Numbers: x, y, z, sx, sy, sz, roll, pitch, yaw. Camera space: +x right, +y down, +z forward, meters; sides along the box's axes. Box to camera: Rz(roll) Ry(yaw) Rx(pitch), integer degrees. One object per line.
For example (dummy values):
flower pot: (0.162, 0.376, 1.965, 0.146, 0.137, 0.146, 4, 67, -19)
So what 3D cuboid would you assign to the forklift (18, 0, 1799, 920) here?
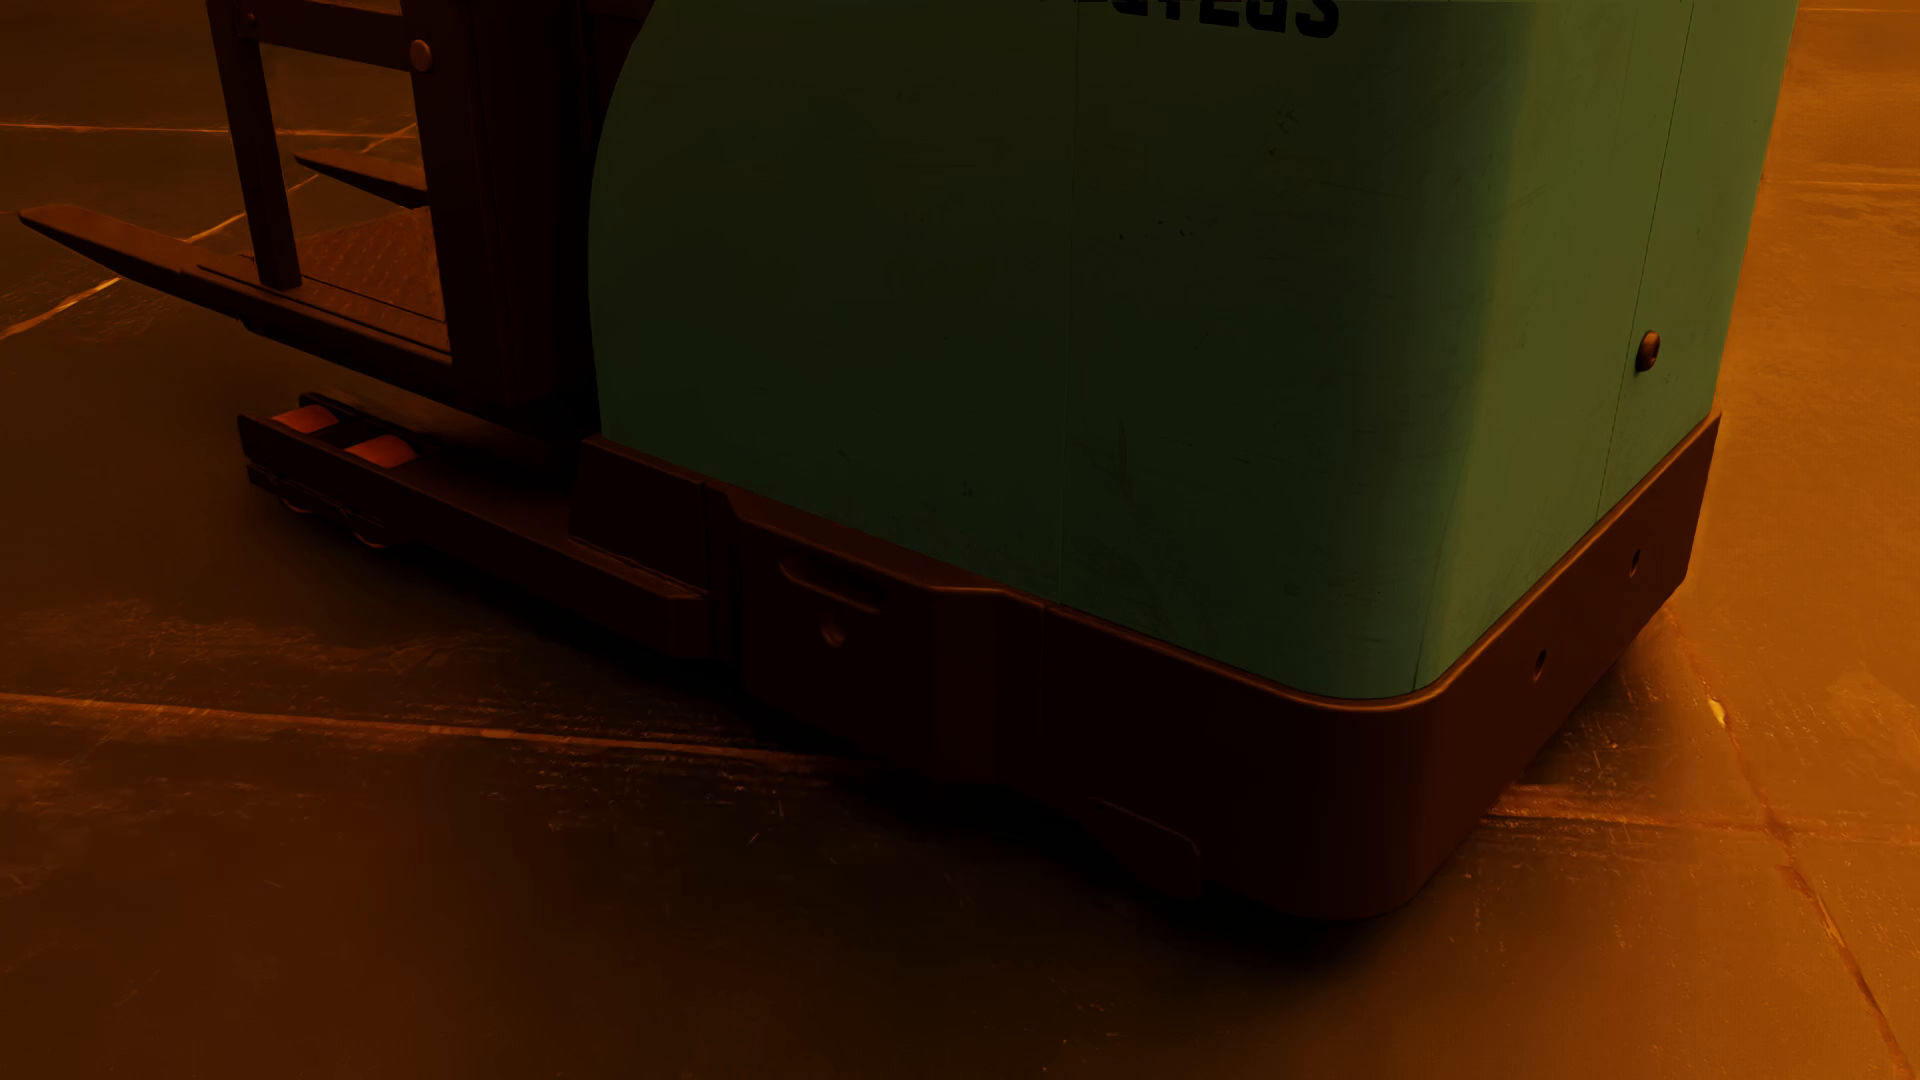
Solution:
forklift: (-0.481, -1.463, 2.149, 3.031, 2.935, 1.130, 19, 32, 34)
